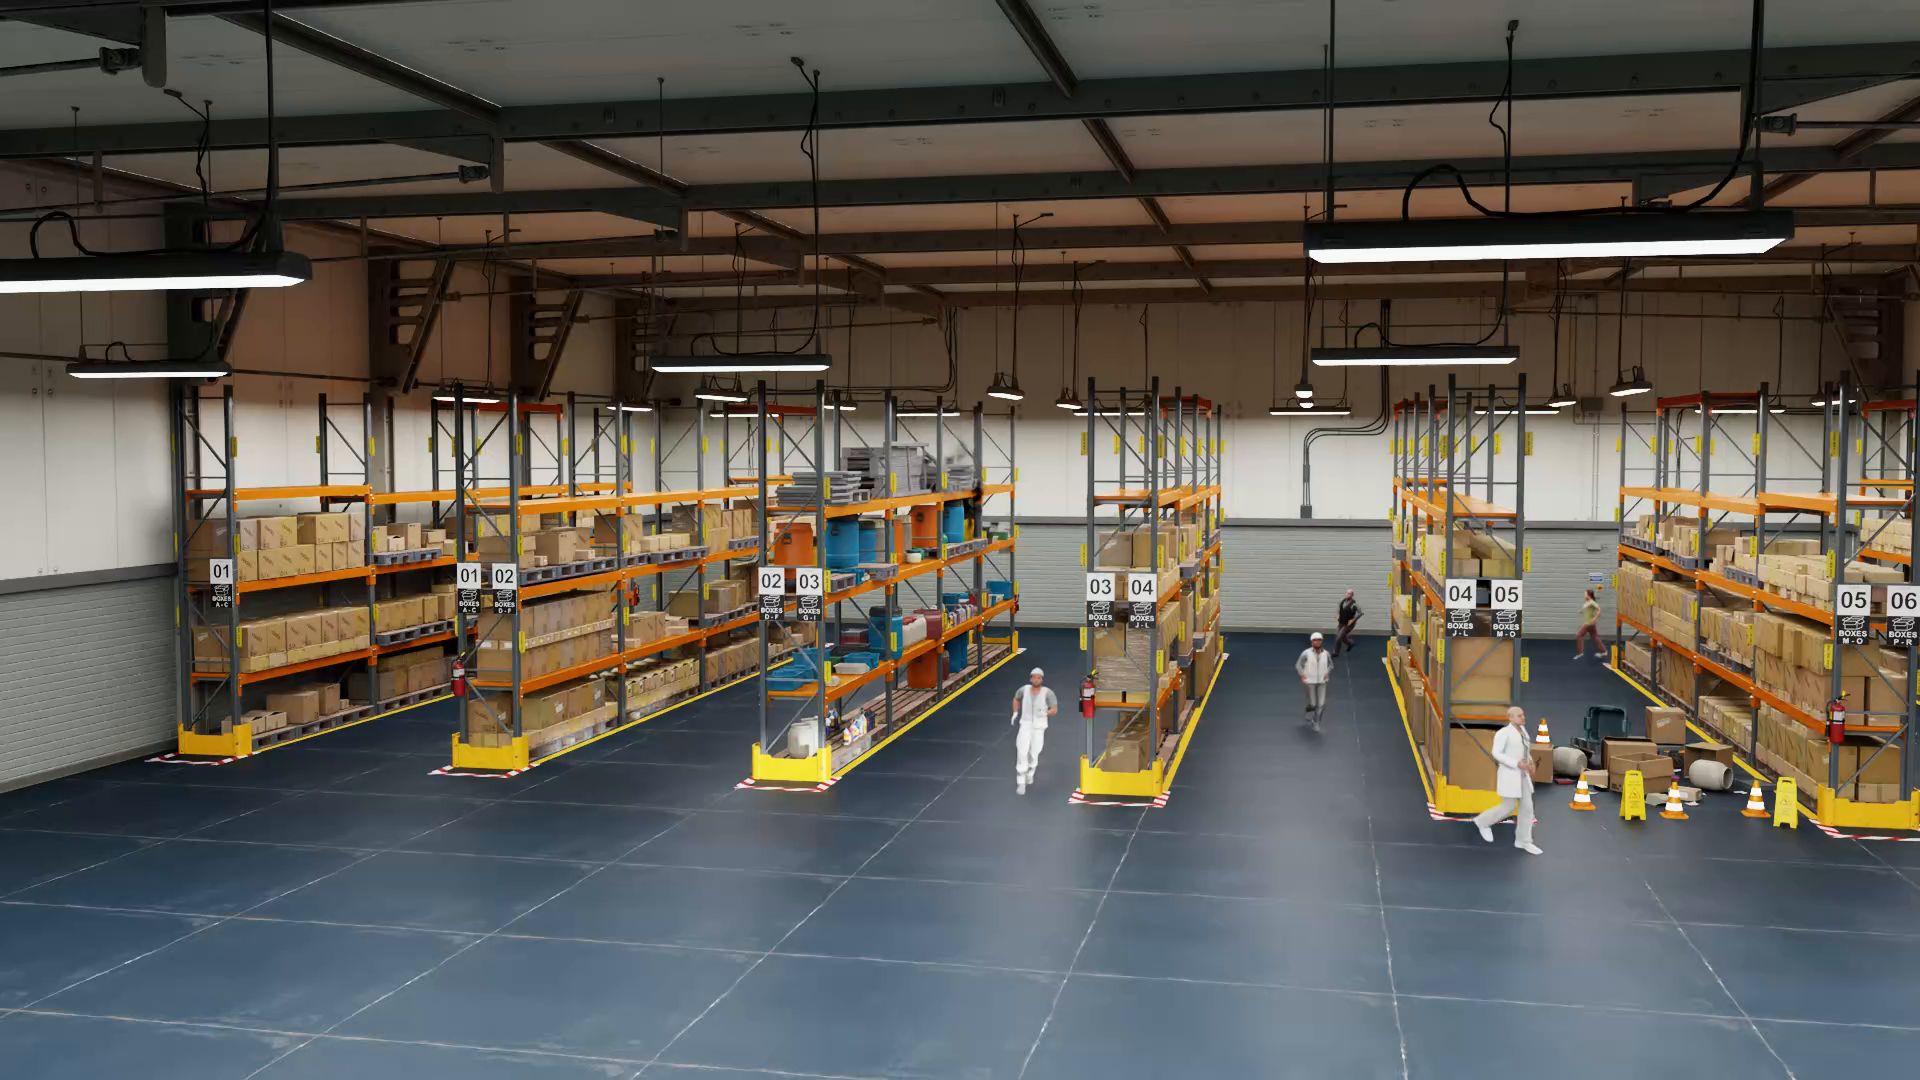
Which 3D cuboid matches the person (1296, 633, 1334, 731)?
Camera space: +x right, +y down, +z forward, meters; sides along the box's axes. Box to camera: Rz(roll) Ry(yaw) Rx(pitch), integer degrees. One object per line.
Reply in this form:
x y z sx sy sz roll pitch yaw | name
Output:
6.282 2.495 29.385 0.671 1.728 0.597 0 3 -2 | person

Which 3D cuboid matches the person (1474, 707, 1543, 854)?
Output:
6.870 2.959 20.734 0.737 1.790 0.904 -2 4 -37 | person

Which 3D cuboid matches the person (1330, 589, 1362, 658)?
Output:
9.236 1.979 39.465 0.827 1.648 0.720 -2 4 -31 | person

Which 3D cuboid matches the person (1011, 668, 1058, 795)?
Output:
1.079 2.753 24.250 0.681 1.789 0.892 0 3 7 | person

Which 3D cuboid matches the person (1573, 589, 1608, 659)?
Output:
14.793 1.997 38.981 0.788 1.699 0.617 1 3 20 | person
